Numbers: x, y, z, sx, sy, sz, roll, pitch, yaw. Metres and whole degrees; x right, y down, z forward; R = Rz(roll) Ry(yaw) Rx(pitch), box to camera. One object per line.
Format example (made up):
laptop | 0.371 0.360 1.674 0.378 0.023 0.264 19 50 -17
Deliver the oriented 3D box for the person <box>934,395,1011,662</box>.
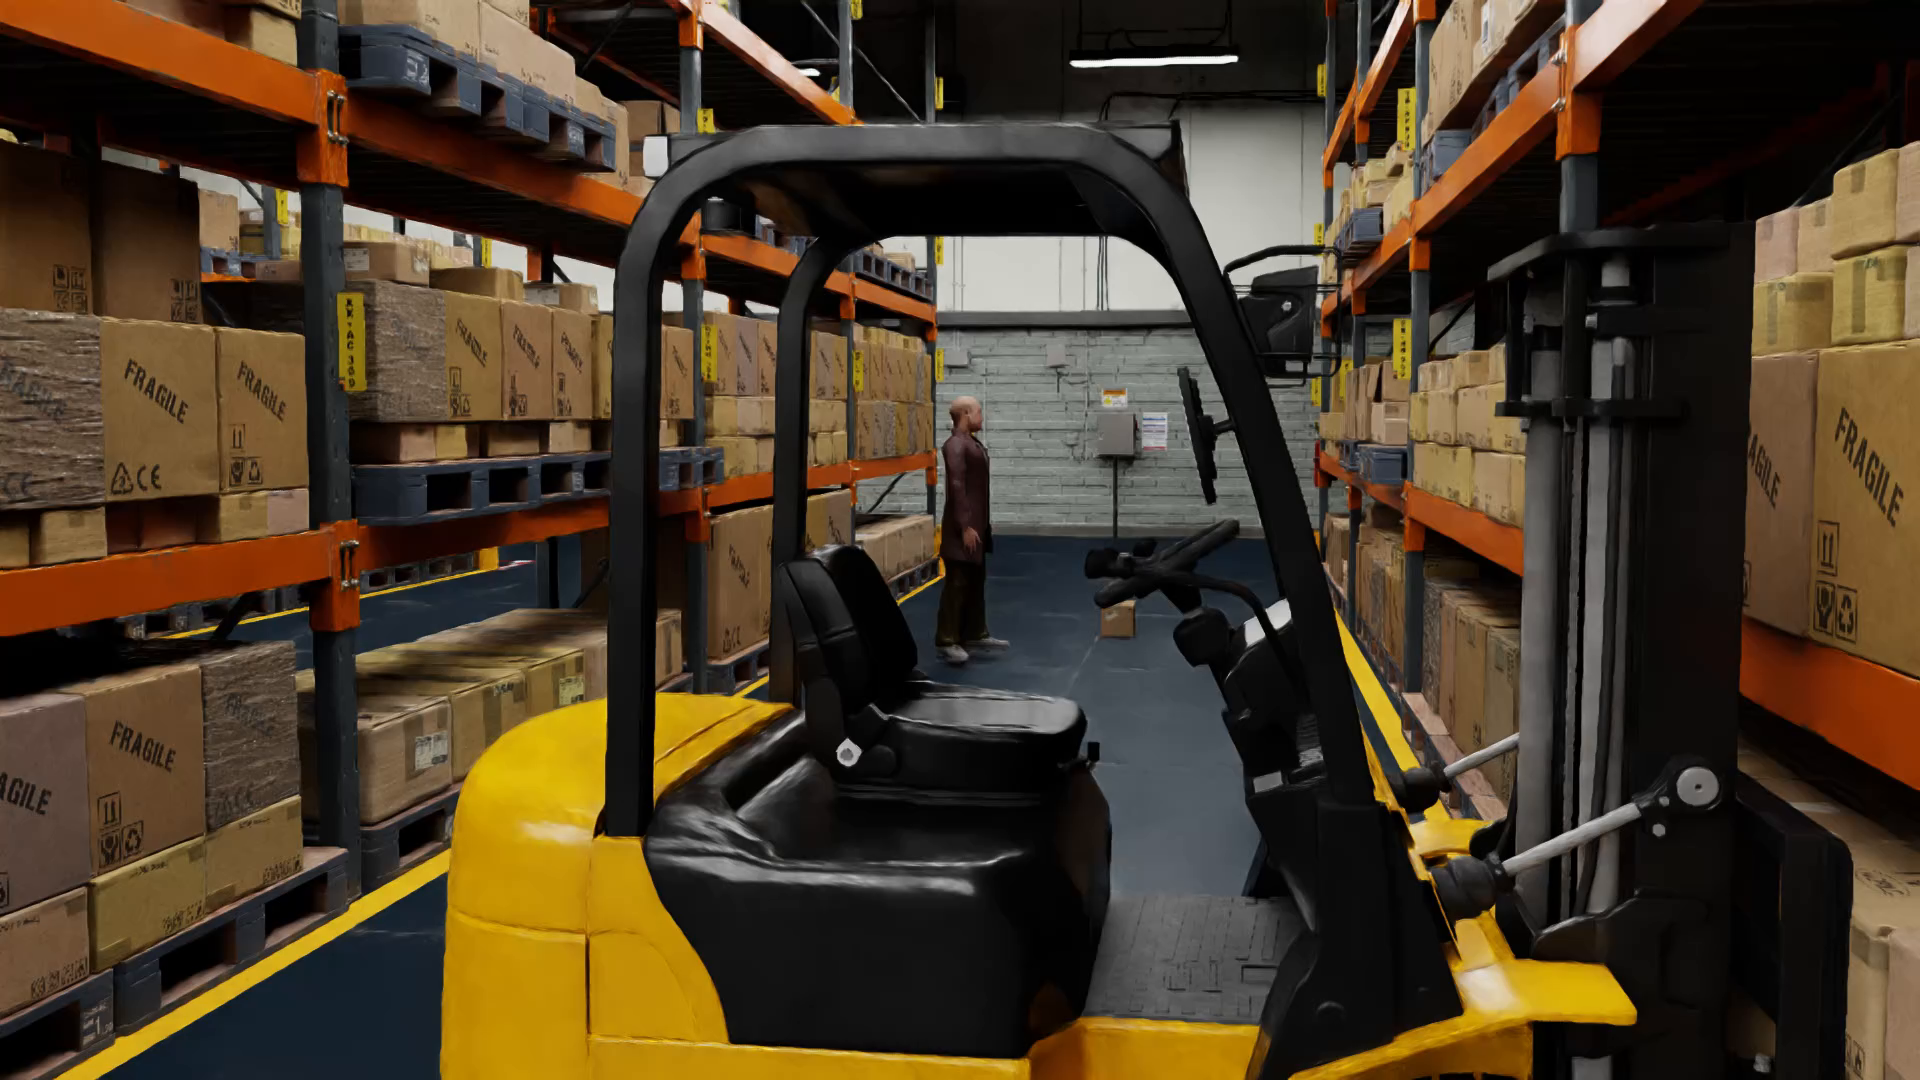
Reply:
person | 0.076 -0.090 11.339 0.468 1.787 0.698 1 4 12
